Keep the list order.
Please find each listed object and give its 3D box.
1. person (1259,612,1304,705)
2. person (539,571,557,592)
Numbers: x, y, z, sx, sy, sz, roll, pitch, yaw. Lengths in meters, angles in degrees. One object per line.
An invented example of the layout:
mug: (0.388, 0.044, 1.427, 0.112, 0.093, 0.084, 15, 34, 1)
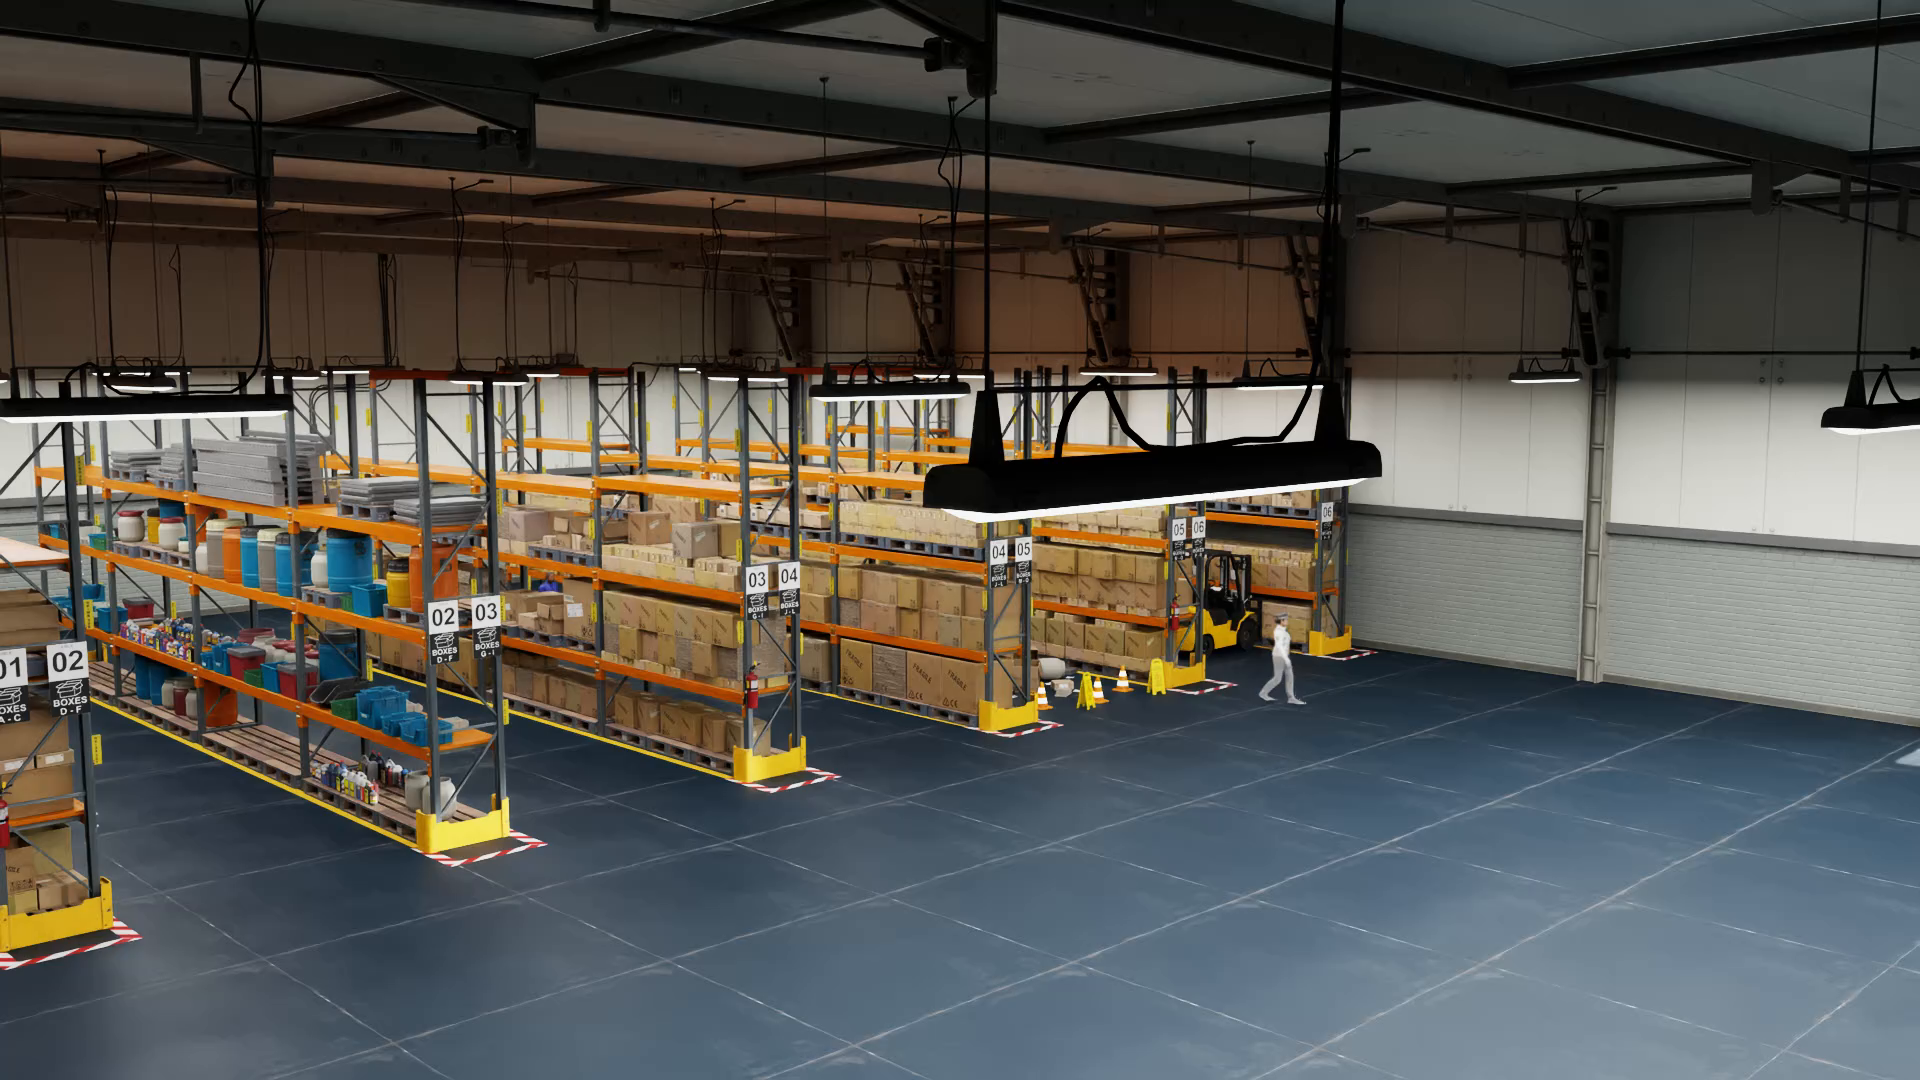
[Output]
person: (5.831, 2.130, 30.049, 0.811, 1.649, 0.572, 2, 7, 20)
person: (-8.933, 1.481, 35.969, 0.541, 1.627, 0.544, 5, 8, 36)
